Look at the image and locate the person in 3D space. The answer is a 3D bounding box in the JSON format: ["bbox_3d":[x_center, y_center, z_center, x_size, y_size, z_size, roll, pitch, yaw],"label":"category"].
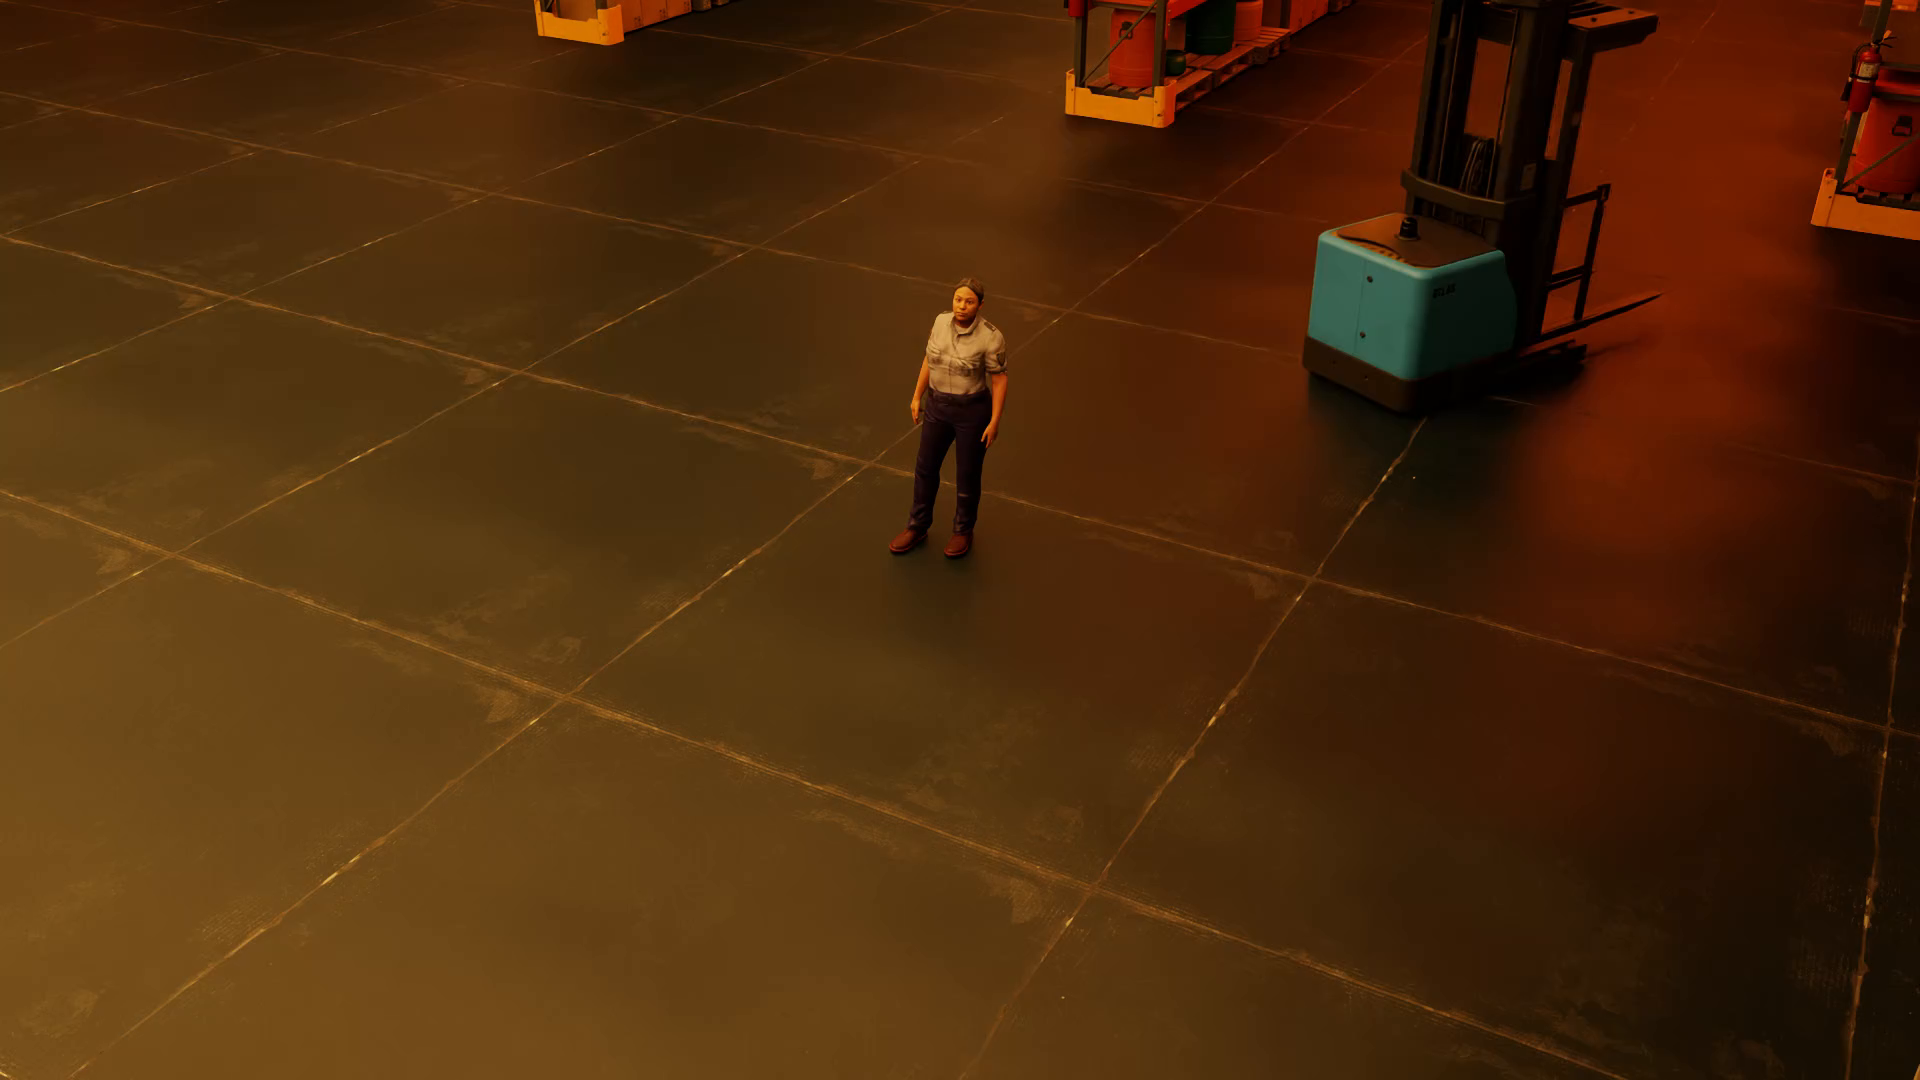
[{"bbox_3d":[-0.064,-0.682,9.531,0.598,1.643,0.502,15,33,25],"label":"person"}]

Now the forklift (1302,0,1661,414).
[{"bbox_3d":[3.988,-2.698,11.746,3.031,2.935,1.130,-19,35,-29],"label":"forklift"}]
